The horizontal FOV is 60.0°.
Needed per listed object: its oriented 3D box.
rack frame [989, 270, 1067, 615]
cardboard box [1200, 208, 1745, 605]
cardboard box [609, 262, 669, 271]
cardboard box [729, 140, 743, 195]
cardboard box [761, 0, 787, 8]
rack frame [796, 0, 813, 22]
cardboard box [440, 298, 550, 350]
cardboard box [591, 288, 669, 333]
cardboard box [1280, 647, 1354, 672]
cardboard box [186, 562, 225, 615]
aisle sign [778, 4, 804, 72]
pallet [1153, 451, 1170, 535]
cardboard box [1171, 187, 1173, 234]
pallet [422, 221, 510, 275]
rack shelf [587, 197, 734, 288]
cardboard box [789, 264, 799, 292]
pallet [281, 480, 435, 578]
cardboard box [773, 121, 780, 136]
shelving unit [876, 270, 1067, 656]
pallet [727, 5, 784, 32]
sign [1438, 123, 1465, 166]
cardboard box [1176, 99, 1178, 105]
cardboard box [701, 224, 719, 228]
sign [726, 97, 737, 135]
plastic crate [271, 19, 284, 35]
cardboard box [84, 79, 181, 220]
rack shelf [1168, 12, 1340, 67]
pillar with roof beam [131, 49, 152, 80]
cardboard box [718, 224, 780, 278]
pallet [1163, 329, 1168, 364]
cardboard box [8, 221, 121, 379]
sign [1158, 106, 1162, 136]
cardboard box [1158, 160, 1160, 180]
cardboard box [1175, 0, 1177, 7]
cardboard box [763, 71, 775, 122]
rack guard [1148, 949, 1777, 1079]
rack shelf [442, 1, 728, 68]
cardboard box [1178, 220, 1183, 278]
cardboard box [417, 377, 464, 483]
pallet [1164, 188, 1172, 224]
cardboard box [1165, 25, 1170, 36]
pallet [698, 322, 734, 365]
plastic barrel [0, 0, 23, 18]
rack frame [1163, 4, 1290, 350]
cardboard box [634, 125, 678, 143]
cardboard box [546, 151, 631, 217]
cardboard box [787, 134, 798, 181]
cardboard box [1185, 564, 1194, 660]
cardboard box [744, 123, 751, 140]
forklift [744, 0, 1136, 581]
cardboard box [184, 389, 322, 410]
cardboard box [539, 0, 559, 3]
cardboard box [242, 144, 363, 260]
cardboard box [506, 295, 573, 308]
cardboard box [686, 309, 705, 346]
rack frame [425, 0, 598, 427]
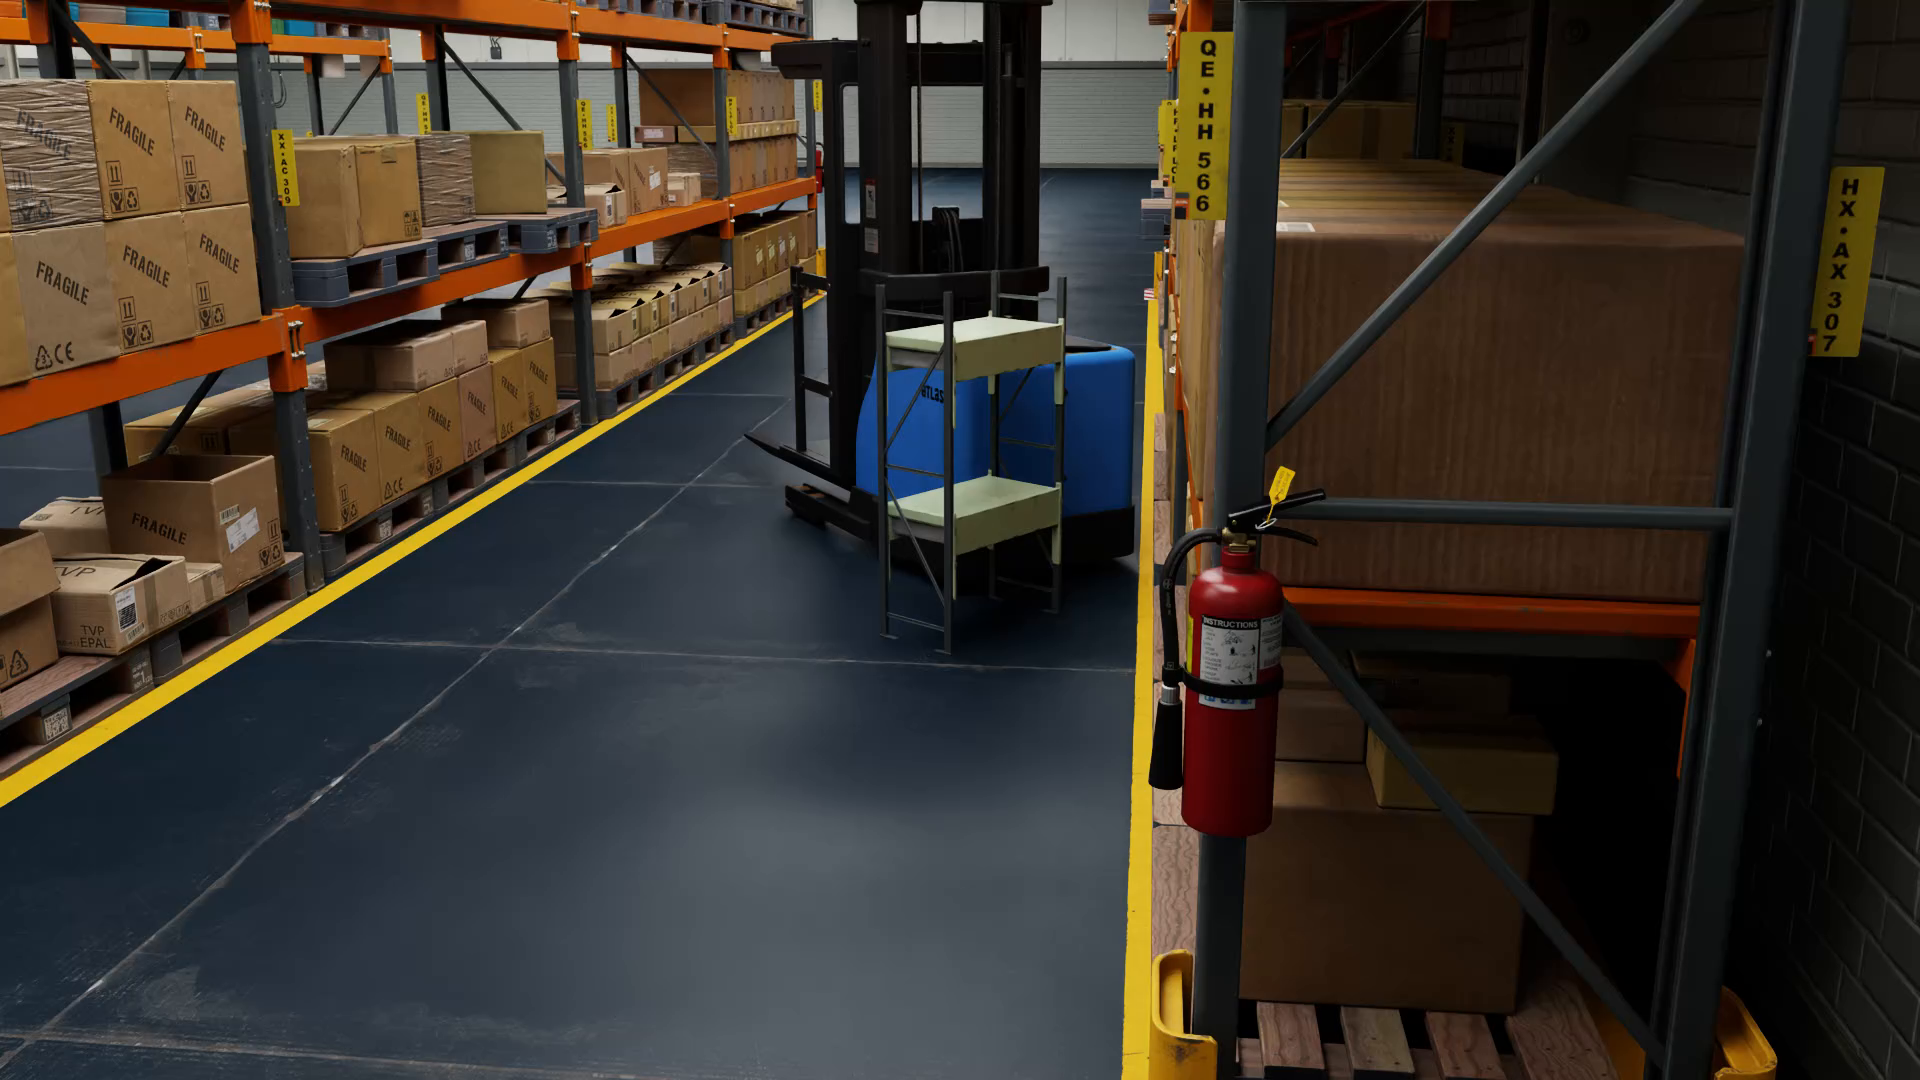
[{"bbox_3d":[0.294,-0.423,7.354,0.400,1.500,0.023,13,20,39],"label":"rack frame"},{"bbox_3d":[1.023,-0.319,3.522,0.980,0.700,0.700,2,15,9],"label":"cardboard box"},{"bbox_3d":[-2.887,-2.346,14.979,0.500,0.311,0.500,2,15,6],"label":"cardboard box"},{"bbox_3d":[-2.496,-3.600,16.037,0.700,0.500,0.500,2,15,6],"label":"cardboard box"},{"bbox_3d":[-2.073,-5.561,16.834,0.500,0.311,0.500,4,16,13],"label":"cardboard box"},{"bbox_3d":[-2.142,-7.233,18.171,1.000,3.000,0.127,2,15,6],"label":"rack frame"},{"bbox_3d":[-2.919,-1.365,10.474,0.500,0.250,0.500,2,15,8],"label":"cardboard box"},{"bbox_3d":[-2.583,-1.804,12.975,0.500,0.311,0.500,1,15,5],"label":"cardboard box"},{"bbox_3d":[0.816,0.359,4.328,0.380,0.149,0.250,2,15,8],"label":"cardboard box"},{"bbox_3d":[-3.261,0.195,6.815,0.380,0.149,0.250,2,15,6],"label":"cardboard box"},{"bbox_3d":[-1.843,-5.600,18.645,0.394,0.787,0.004,2,15,6],"label":"aisle sign"},{"bbox_3d":[1.574,-0.253,9.193,1.003,0.211,1.213,2,15,6],"label":"pallet"},{"bbox_3d":[1.500,-2.064,9.750,0.500,0.500,0.500,2,15,8],"label":"cardboard box"},{"bbox_3d":[-3.259,-1.665,9.440,1.003,0.211,1.213,2,15,6],"label":"pallet"},{"bbox_3d":[-2.819,-2.433,13.293,1.077,0.370,4.000,2,15,6],"label":"rack shelf"},{"bbox_3d":[-2.008,-2.805,17.750,0.500,0.250,0.500,2,15,6],"label":"cardboard box"},{"bbox_3d":[-3.442,-0.090,8.592,1.003,0.211,1.213,2,15,6],"label":"pallet"},{"bbox_3d":[-2.112,-4.326,17.479,0.380,0.149,0.250,2,15,8],"label":"cardboard box"},{"bbox_3d":[0.055,-0.351,7.086,0.431,1.500,0.755,13,20,39],"label":"shelving unit"},{"bbox_3d":[-2.383,-5.242,16.725,1.003,0.211,1.213,2,15,6],"label":"pallet"},{"bbox_3d":[1.978,-1.520,6.725,0.100,0.325,0.005,2,15,6],"label":"sign"},{"bbox_3d":[1.511,-2.431,9.669,0.500,0.250,0.500,1,15,5],"label":"cardboard box"},{"bbox_3d":[-2.637,-2.923,16.750,0.500,0.500,0.500,2,15,6],"label":"cardboard box"},{"bbox_3d":[-2.053,-3.807,14.926,0.100,0.325,0.005,2,15,6],"label":"sign"},{"bbox_3d":[-7.066,-5.193,16.780,0.336,0.188,0.450,2,15,6],"label":"plastic crate"},{"bbox_3d":[-3.351,-1.484,6.295,0.500,0.500,0.500,1,15,5],"label":"cardboard box"},{"bbox_3d":[2.104,-3.736,12.365,1.077,0.370,4.000,2,15,6],"label":"rack shelf"},{"bbox_3d":[-20.075,-15.463,48.606,9.100,9.000,0.400,2,15,6],"label":"pillar with roof beam"},{"bbox_3d":[-2.117,-2.907,16.693,0.500,0.500,0.500,2,15,6],"label":"cardboard box"},{"bbox_3d":[2.243,-1.606,14.198,1.003,0.211,1.213,2,15,6],"label":"pallet"},{"bbox_3d":[-3.410,-0.868,5.936,0.500,0.500,0.500,2,15,8],"label":"cardboard box"},{"bbox_3d":[2.241,-4.626,18.364,0.100,0.325,0.005,2,15,6],"label":"sign"},{"bbox_3d":[2.410,-4.012,18.001,0.500,0.250,0.500,1,15,5],"label":"cardboard box"},{"bbox_3d":[1.691,-3.726,11.082,0.500,0.311,0.500,2,15,6],"label":"cardboard box"},{"bbox_3d":[-2.323,-4.609,17.285,0.700,0.500,0.500,2,15,6],"label":"cardboard box"},{"bbox_3d":[0.972,1.171,3.374,1.175,0.500,0.348,2,15,6],"label":"rack guard"},{"bbox_3d":[-2.819,-3.881,12.901,1.077,0.370,4.000,2,15,6],"label":"rack shelf"},{"bbox_3d":[1.228,-1.408,7.323,0.500,0.500,0.500,1,15,5],"label":"cardboard box"},{"bbox_3d":[-3.086,-0.616,9.141,0.500,0.500,0.500,2,15,7],"label":"cardboard box"},{"bbox_3d":[2.061,-2.539,12.672,1.003,0.211,1.213,2,15,6],"label":"pallet"},{"bbox_3d":[2.398,-5.480,17.206,0.500,0.500,0.500,3,15,10],"label":"cardboard box"},{"bbox_3d":[-2.638,-1.761,14.770,1.003,0.211,1.213,2,15,6],"label":"pallet"},{"bbox_3d":[-7.584,-4.440,12.767,0.600,0.830,0.708,2,15,6],"label":"plastic barrel"},{"bbox_3d":[2.329,-3.154,14.581,1.000,3.000,0.127,2,15,6],"label":"rack frame"},{"bbox_3d":[-2.775,-3.738,15.303,0.380,0.149,0.250,2,15,6],"label":"cardboard box"},{"bbox_3d":[-2.871,-2.746,12.878,0.500,0.500,0.500,1,15,3],"label":"cardboard box"},{"bbox_3d":[-2.207,-4.264,18.494,0.700,0.500,0.500,2,15,6],"label":"cardboard box"},{"bbox_3d":[1.180,0.246,5.991,0.700,0.500,0.500,2,15,6],"label":"cardboard box"},{"bbox_3d":[-2.256,-3.990,16.236,0.380,0.149,0.250,1,15,4],"label":"cardboard box"},{"bbox_3d":[-0.305,-1.557,8.806,1.130,2.935,3.031,-8,17,-28],"label":"forklift"},{"bbox_3d":[-3.661,-0.495,8.690,0.500,0.500,0.500,2,15,6],"label":"cardboard box"},{"bbox_3d":[-3.060,-3.644,10.454,0.910,0.500,0.500,2,15,6],"label":"cardboard box"},{"bbox_3d":[-3.220,-1.592,7.806,0.700,0.500,0.500,-3,16,-13],"label":"cardboard box"},{"bbox_3d":[-3.178,-1.686,12.540,0.500,0.311,0.500,1,15,5],"label":"cardboard box"},{"bbox_3d":[-2.468,-1.795,14.016,0.500,0.250,0.500,2,15,8],"label":"cardboard box"},{"bbox_3d":[-3.045,-2.262,11.280,1.000,3.000,0.127,2,15,6],"label":"rack frame"}]
